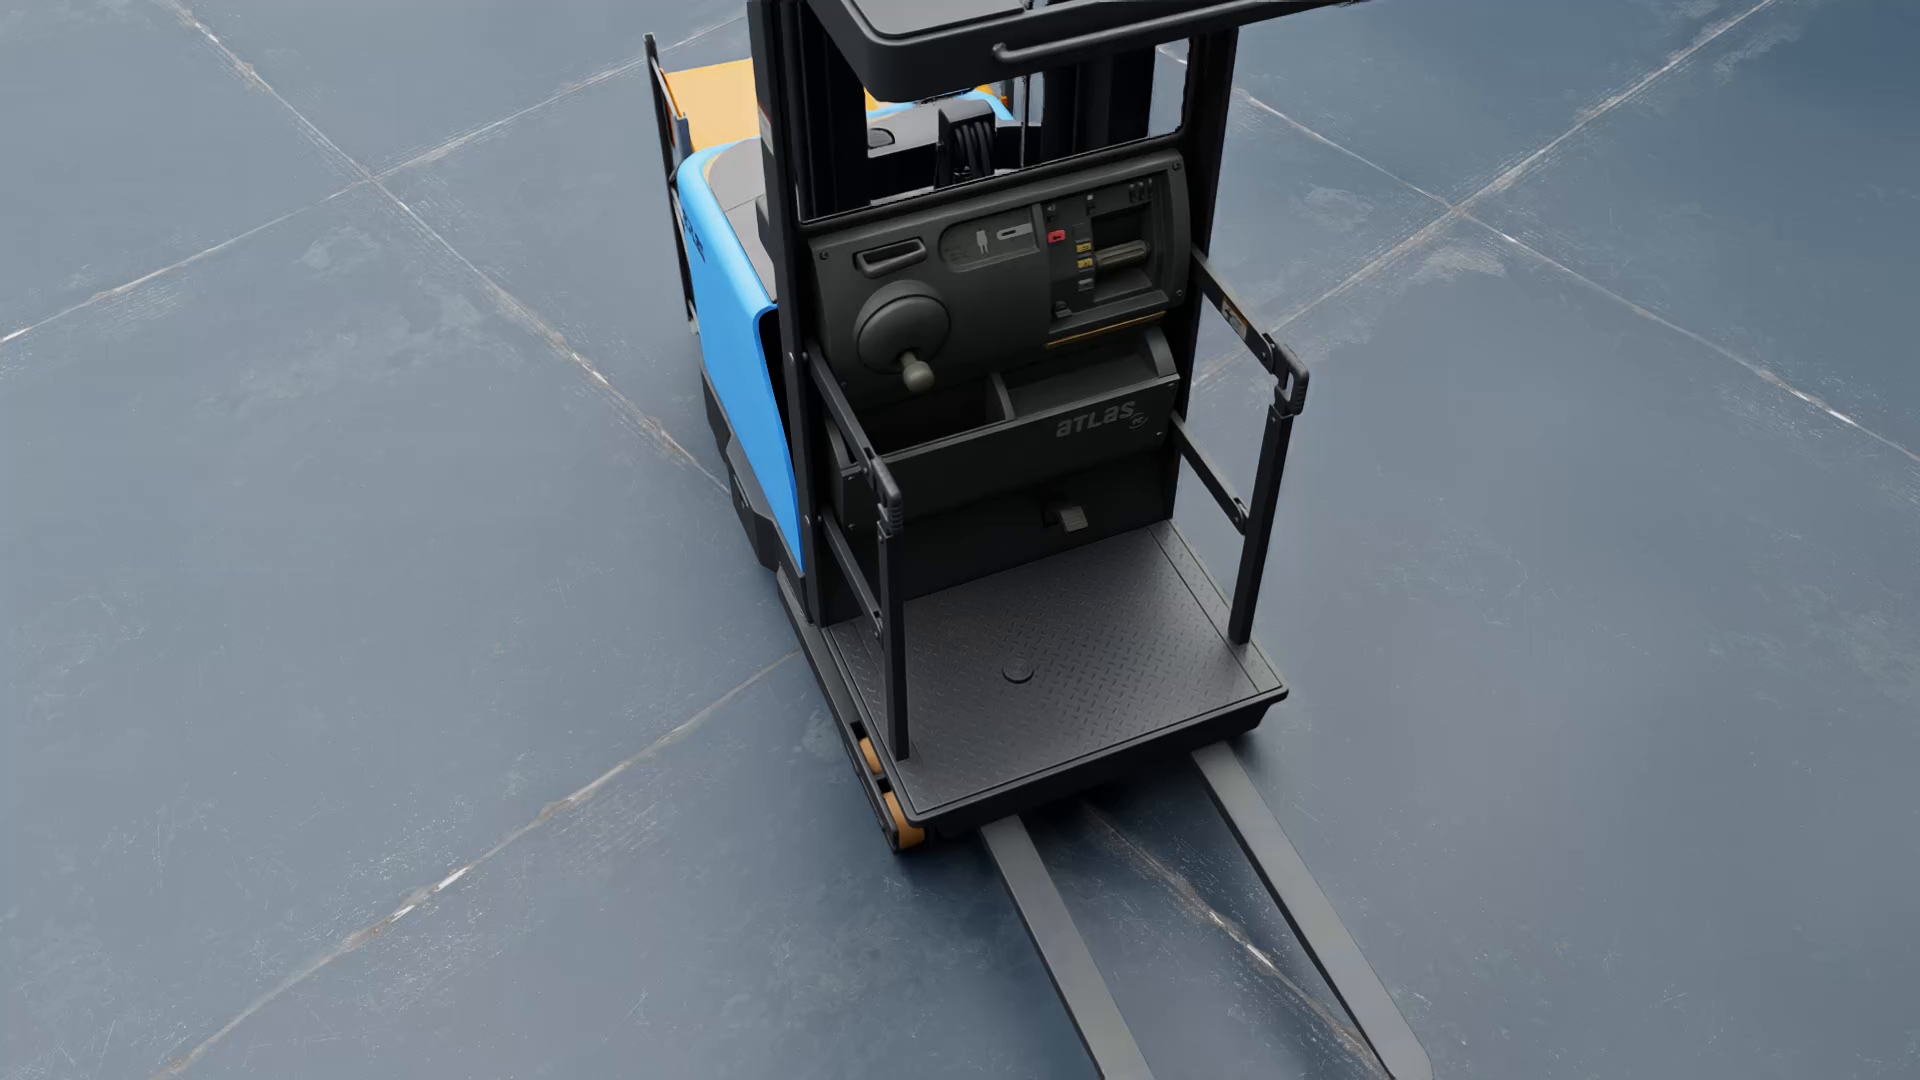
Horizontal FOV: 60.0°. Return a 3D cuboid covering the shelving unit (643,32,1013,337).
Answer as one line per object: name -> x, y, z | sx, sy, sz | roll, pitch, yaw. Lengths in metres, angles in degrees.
shelving unit -> -0.411, -1.144, 5.540 | 1.048, 1.125, 0.538 | -14, 49, -13

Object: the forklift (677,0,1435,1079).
forklift -> 0.197, -0.526, 3.741 | 1.130, 2.935, 3.031 | -17, 50, -15

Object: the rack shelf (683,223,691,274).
rack shelf -> -0.411, -0.978, 5.720 | 1.000, 0.278, 0.538 | -14, 49, -13

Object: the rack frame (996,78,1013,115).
rack frame -> 0.070, -1.266, 5.653 | 0.032, 1.125, 0.500 | -14, 49, -13

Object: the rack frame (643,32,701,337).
rack frame -> -0.891, -1.022, 5.428 | 0.032, 1.125, 0.500 | -14, 49, -13

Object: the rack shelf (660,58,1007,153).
rack shelf -> -0.411, -1.343, 5.325 | 1.000, 0.278, 0.538 | -14, 49, -13
